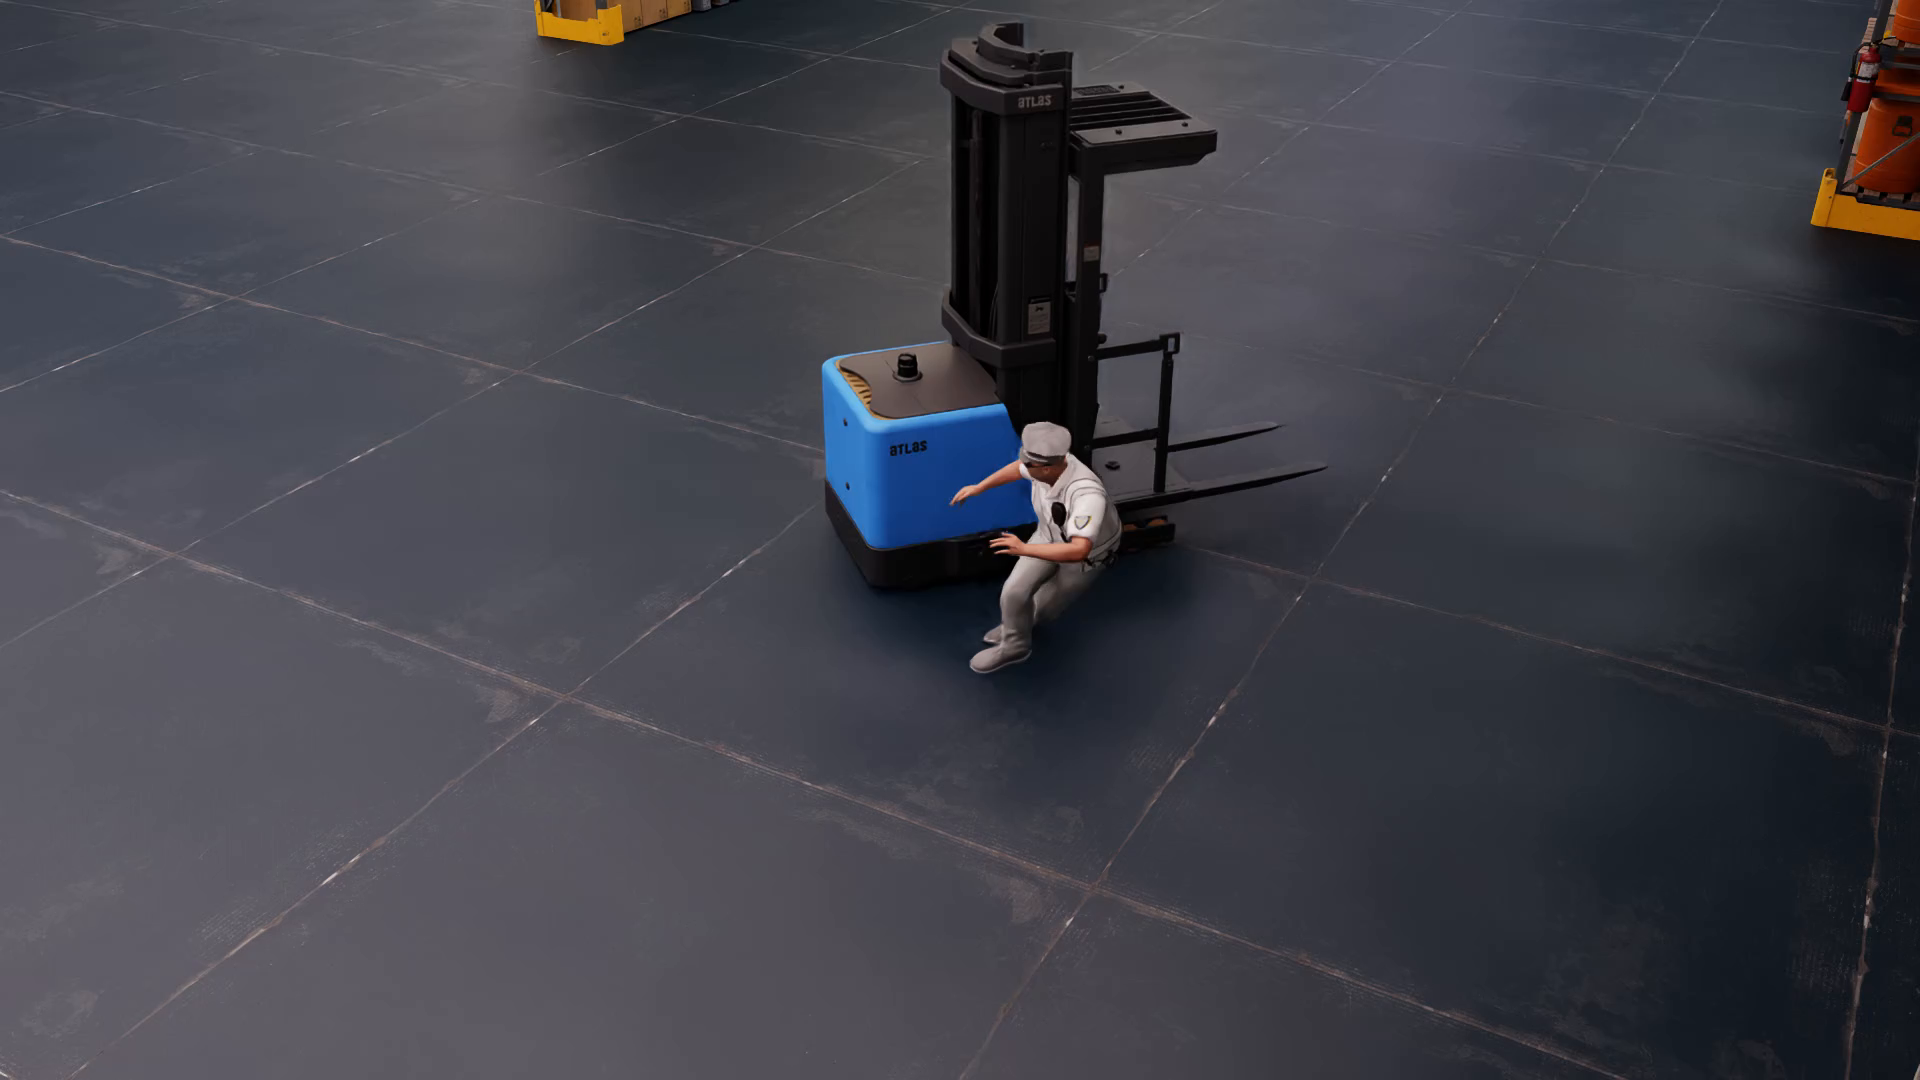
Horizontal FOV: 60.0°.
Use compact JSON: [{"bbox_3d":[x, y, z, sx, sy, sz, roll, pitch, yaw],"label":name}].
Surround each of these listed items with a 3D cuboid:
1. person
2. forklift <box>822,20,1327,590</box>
[{"bbox_3d":[0.342,0.070,8.373,0.999,1.516,0.933,22,37,33],"label":"person"},{"bbox_3d":[0.753,-1.431,9.551,3.031,2.935,1.130,-10,32,-17],"label":"forklift"}]
